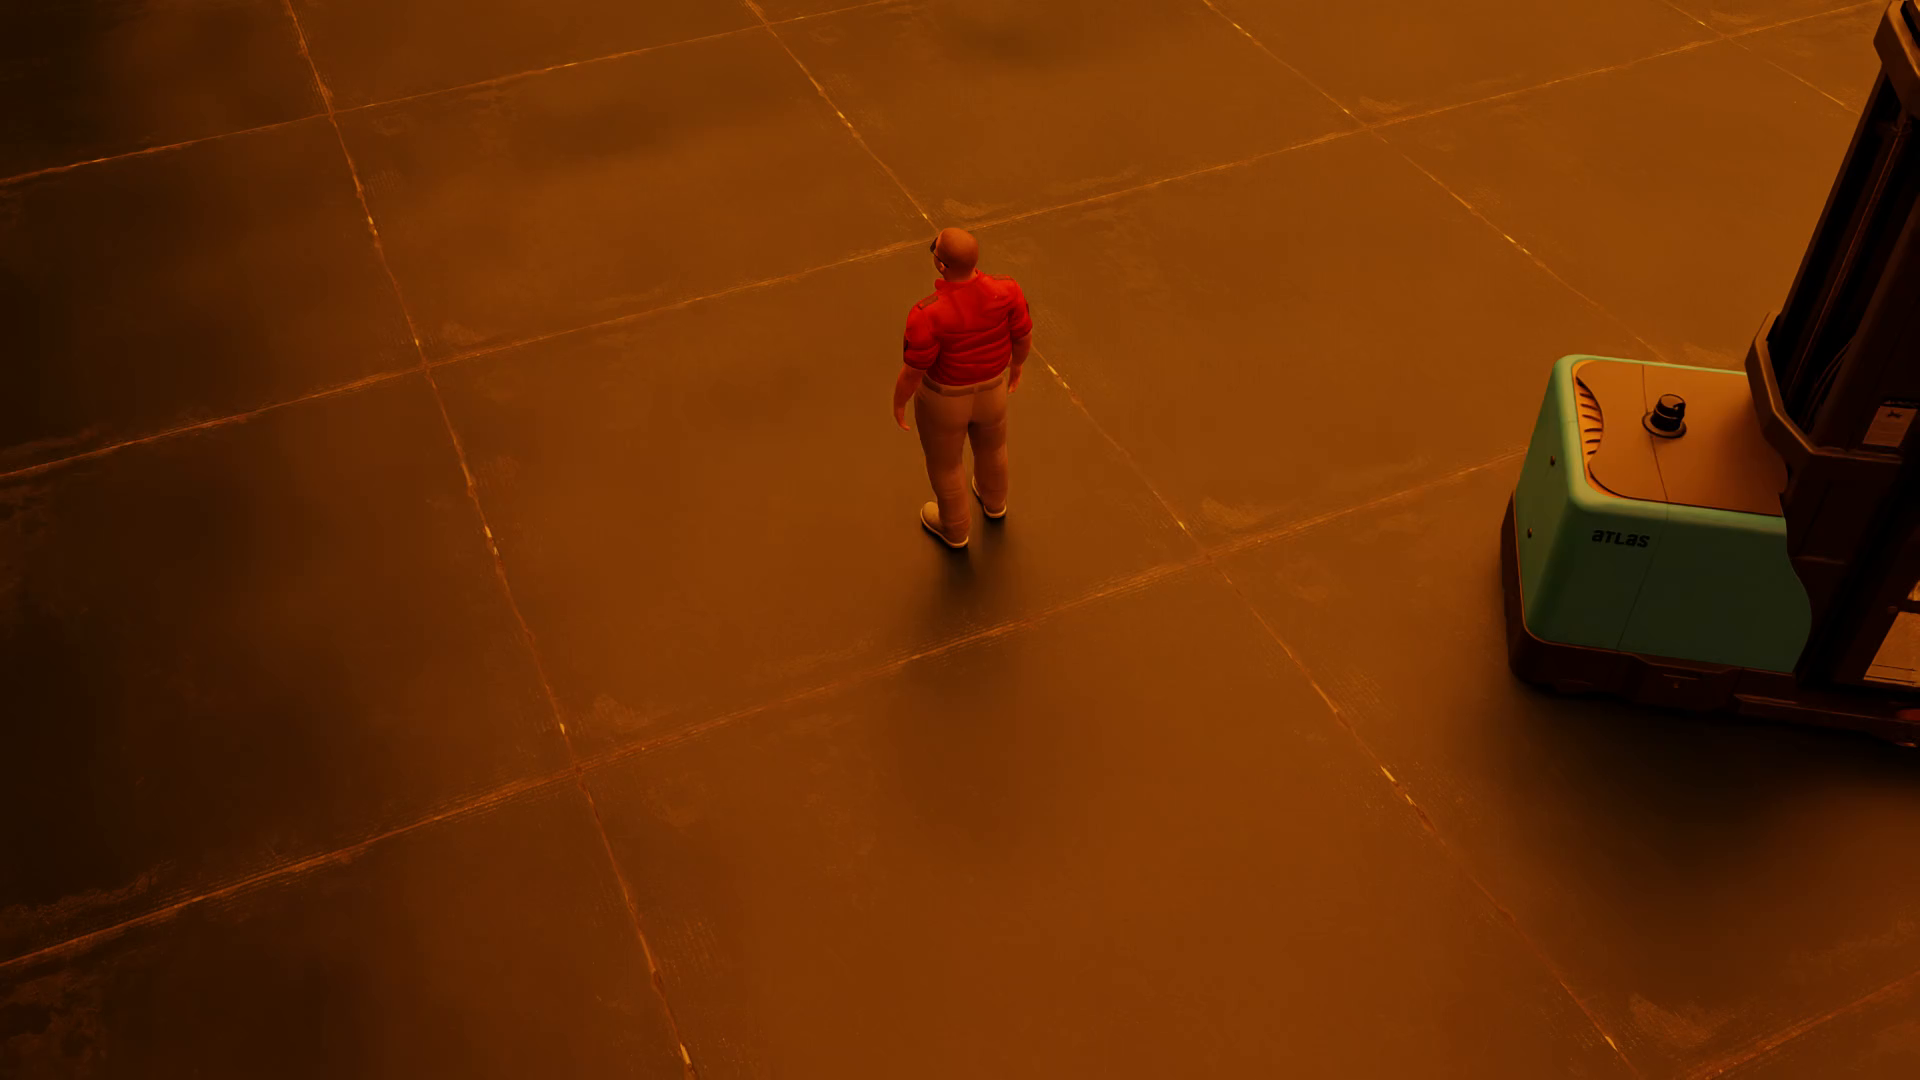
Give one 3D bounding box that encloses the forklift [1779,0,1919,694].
[{"bbox_3d":[4.009,-0.556,6.322,2.884,2.867,1.101,7,44,8],"label":"forklift"}]
